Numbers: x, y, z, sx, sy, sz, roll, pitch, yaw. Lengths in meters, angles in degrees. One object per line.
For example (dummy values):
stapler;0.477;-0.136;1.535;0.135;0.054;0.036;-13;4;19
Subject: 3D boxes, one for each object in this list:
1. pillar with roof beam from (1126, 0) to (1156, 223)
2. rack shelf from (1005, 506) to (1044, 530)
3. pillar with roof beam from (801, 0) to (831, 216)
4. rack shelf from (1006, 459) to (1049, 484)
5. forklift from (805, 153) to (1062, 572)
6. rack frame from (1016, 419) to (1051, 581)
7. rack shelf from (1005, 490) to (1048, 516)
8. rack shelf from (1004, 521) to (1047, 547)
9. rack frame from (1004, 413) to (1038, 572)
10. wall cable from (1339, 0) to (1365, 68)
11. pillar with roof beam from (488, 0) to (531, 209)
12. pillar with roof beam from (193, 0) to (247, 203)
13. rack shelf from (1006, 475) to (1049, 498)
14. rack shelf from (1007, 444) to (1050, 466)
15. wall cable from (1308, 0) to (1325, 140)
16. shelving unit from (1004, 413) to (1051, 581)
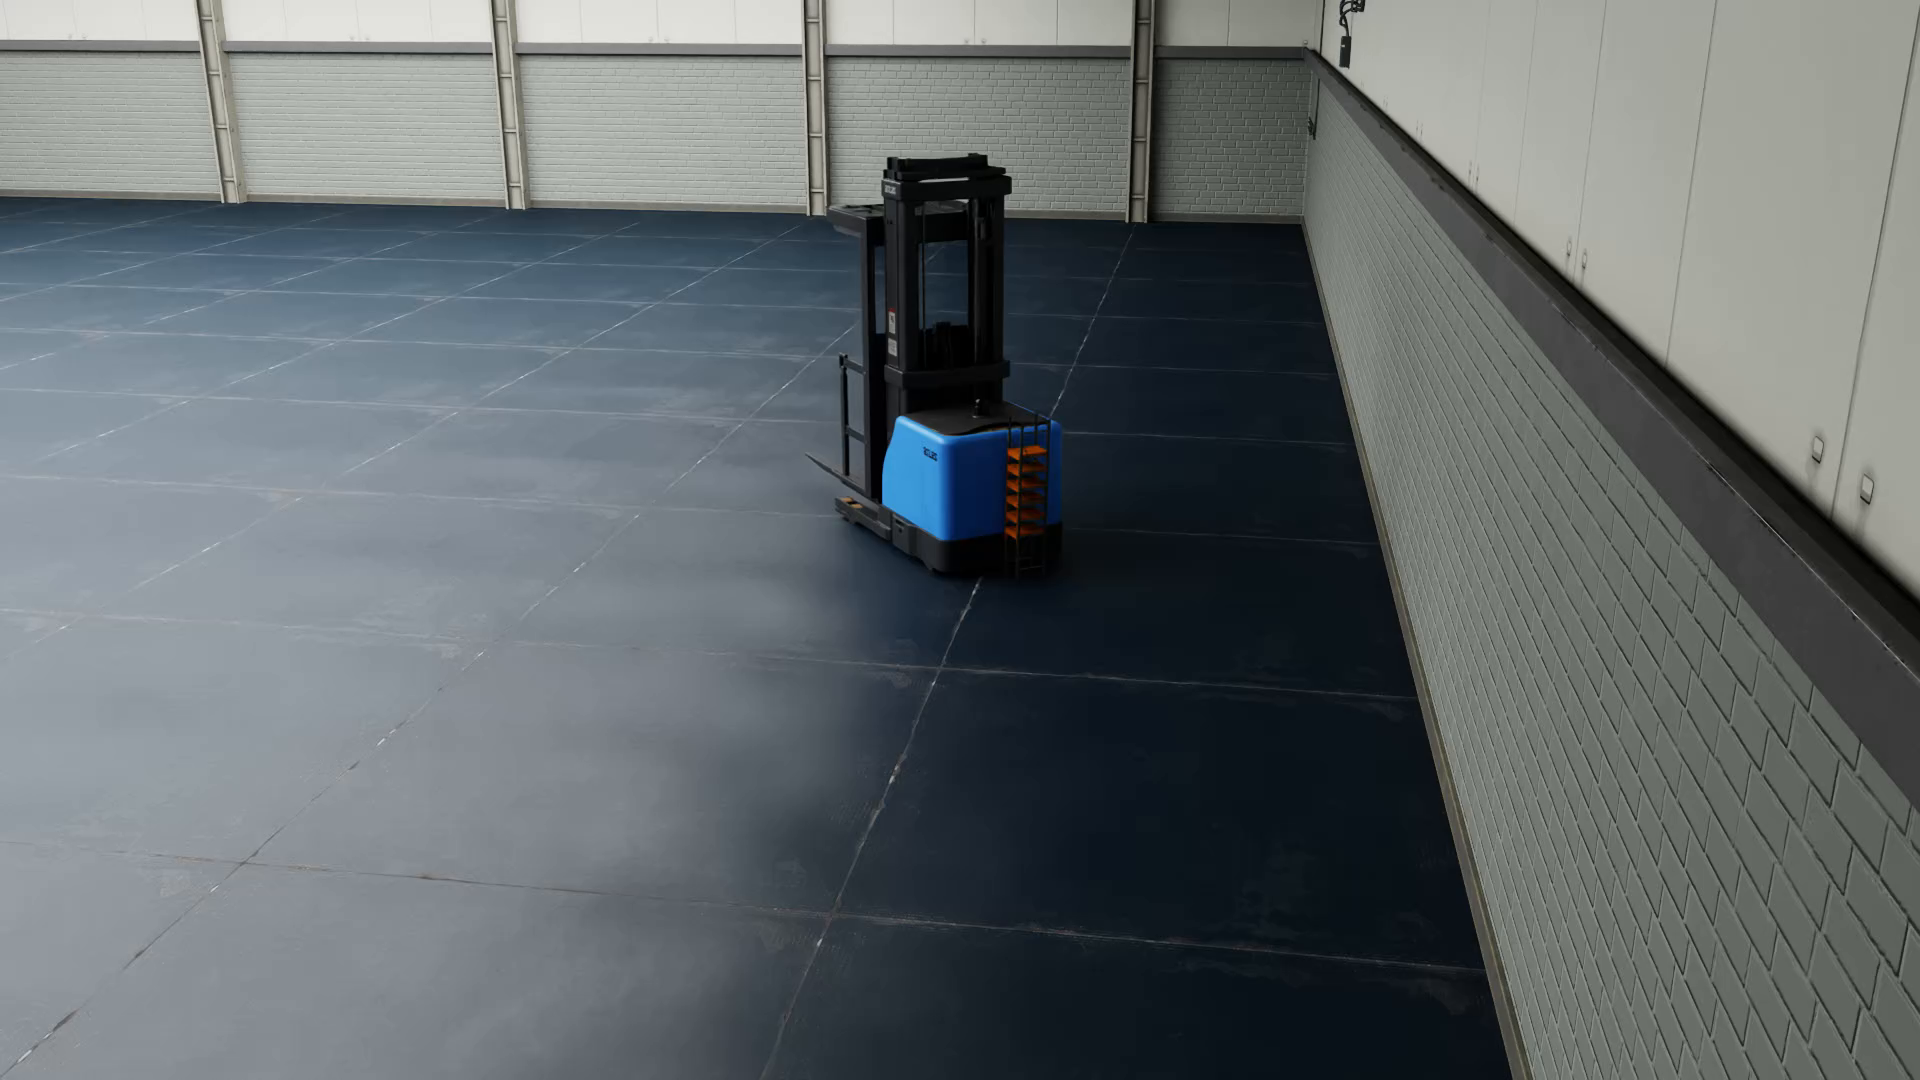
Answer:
pillar with roof beam;2.571;-8.779;25.127;0.400;9.000;9.100;3;19;9
rack shelf;0.484;-0.158;12.159;0.258;0.103;0.180;-9;23;-25
pillar with roof beam;-3.353;-9.081;26.029;0.400;9.000;9.100;3;19;9
rack shelf;0.490;-0.495;12.034;0.258;0.103;0.180;-9;23;-25
forklift;-0.363;-1.576;13.160;1.130;2.935;3.031;-10;21;-26
rack frame;0.528;-0.283;12.026;0.240;1.200;0.006;-9;23;-25
rack shelf;0.486;-0.271;12.117;0.258;0.103;0.180;-9;23;-25
rack shelf;0.482;-0.046;12.201;0.258;0.103;0.180;-9;23;-25
rack frame;0.445;-0.341;12.178;0.240;1.200;0.006;-9;23;-25
wall cable;4.432;-8.205;18.050;0.169;6.003;2.305;3;19;9
pillar with roof beam;-9.277;-9.383;26.932;0.400;9.000;9.100;3;19;9
pillar with roof beam;-15.201;-9.685;27.834;0.400;9.000;9.100;3;19;9
rack shelf;0.488;-0.383;12.075;0.258;0.103;0.180;-9;23;-25
rack shelf;0.492;-0.608;11.992;0.258;0.103;0.180;-9;23;-25
wall cable;5.953;-8.093;27.969;0.112;2.526;3.097;3;19;9
shelving unit;0.486;-0.312;12.102;0.258;1.200;0.189;-9;23;-25
